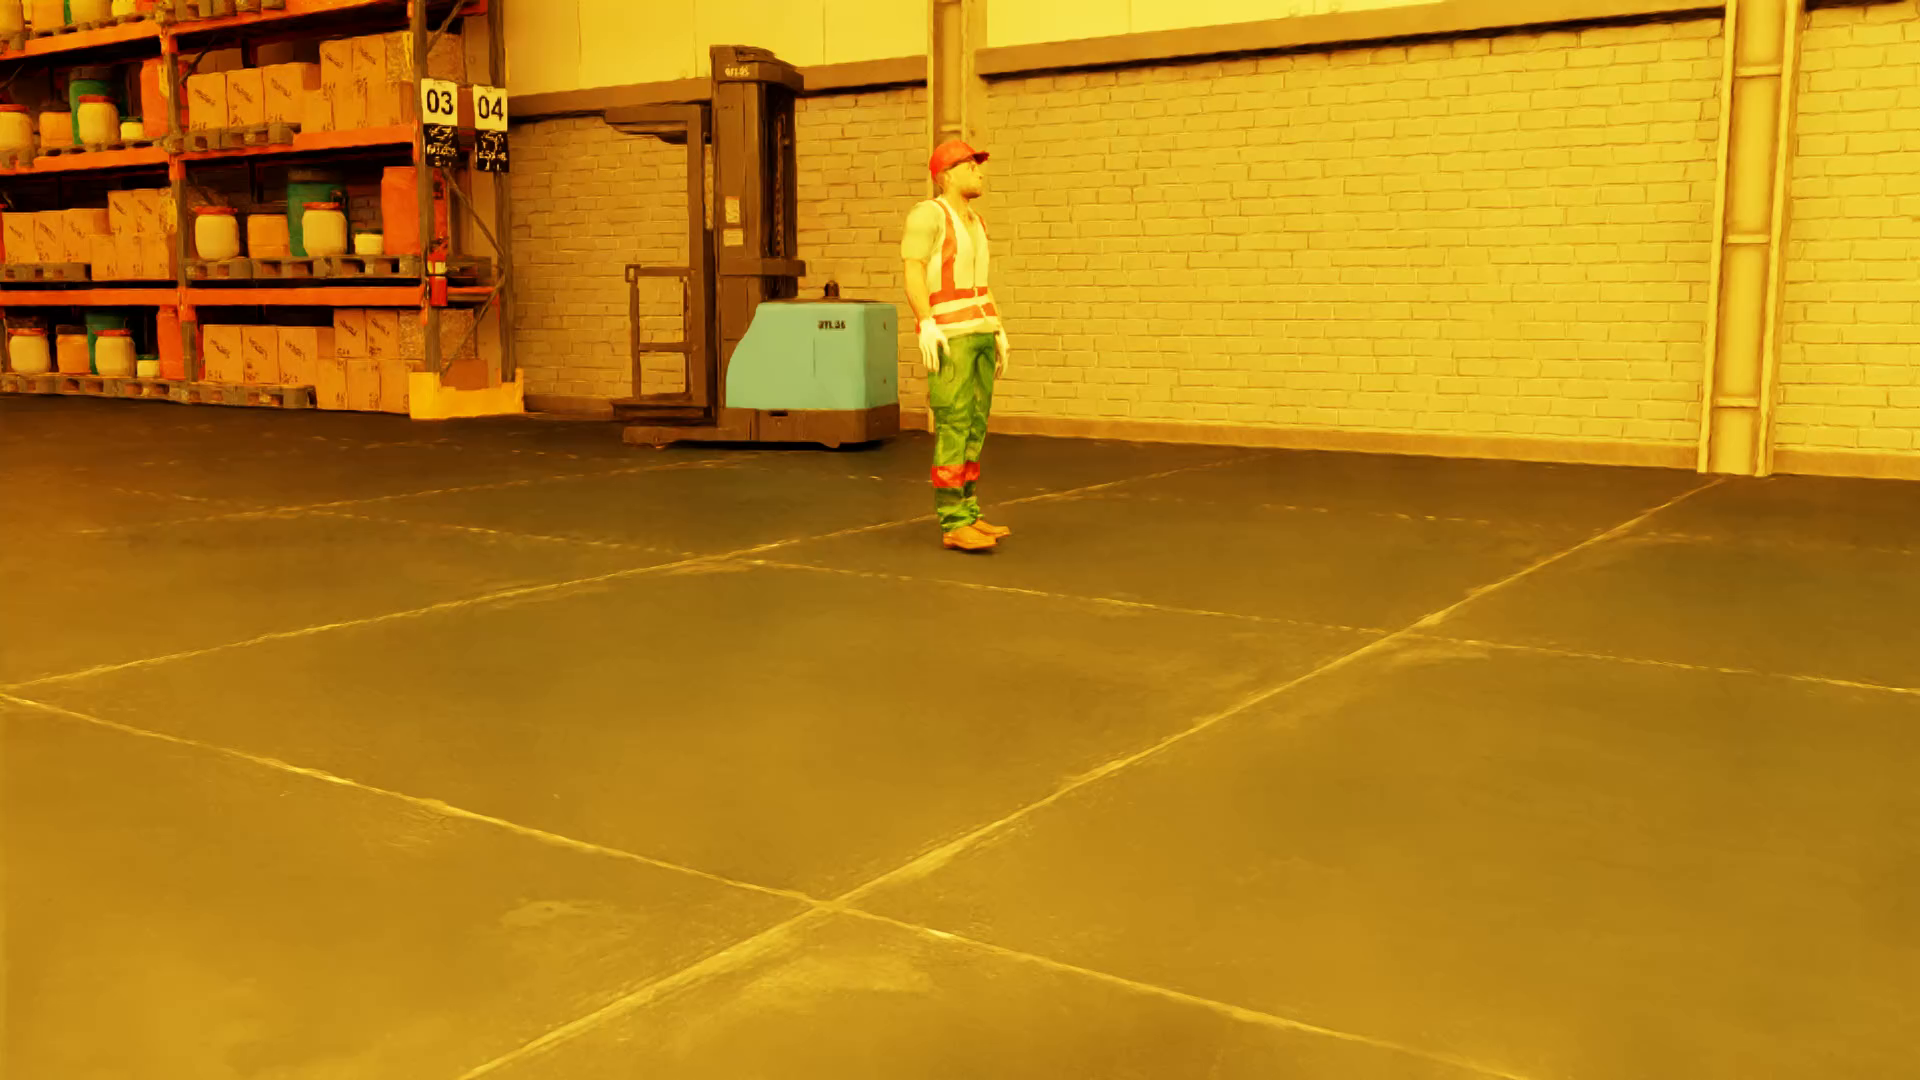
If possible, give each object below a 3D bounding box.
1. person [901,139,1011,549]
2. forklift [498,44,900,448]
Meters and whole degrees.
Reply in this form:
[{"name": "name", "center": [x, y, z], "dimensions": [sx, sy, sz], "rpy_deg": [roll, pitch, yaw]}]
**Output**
[{"name": "person", "center": [0.062, -0.885, 7.422], "dimensions": [0.559, 1.787, 0.637], "rpy_deg": [5, 10, 34]}, {"name": "forklift", "center": [-2.046, -2.209, 12.726], "dimensions": [3.031, 2.935, 1.130], "rpy_deg": [2, 8, 14]}]
